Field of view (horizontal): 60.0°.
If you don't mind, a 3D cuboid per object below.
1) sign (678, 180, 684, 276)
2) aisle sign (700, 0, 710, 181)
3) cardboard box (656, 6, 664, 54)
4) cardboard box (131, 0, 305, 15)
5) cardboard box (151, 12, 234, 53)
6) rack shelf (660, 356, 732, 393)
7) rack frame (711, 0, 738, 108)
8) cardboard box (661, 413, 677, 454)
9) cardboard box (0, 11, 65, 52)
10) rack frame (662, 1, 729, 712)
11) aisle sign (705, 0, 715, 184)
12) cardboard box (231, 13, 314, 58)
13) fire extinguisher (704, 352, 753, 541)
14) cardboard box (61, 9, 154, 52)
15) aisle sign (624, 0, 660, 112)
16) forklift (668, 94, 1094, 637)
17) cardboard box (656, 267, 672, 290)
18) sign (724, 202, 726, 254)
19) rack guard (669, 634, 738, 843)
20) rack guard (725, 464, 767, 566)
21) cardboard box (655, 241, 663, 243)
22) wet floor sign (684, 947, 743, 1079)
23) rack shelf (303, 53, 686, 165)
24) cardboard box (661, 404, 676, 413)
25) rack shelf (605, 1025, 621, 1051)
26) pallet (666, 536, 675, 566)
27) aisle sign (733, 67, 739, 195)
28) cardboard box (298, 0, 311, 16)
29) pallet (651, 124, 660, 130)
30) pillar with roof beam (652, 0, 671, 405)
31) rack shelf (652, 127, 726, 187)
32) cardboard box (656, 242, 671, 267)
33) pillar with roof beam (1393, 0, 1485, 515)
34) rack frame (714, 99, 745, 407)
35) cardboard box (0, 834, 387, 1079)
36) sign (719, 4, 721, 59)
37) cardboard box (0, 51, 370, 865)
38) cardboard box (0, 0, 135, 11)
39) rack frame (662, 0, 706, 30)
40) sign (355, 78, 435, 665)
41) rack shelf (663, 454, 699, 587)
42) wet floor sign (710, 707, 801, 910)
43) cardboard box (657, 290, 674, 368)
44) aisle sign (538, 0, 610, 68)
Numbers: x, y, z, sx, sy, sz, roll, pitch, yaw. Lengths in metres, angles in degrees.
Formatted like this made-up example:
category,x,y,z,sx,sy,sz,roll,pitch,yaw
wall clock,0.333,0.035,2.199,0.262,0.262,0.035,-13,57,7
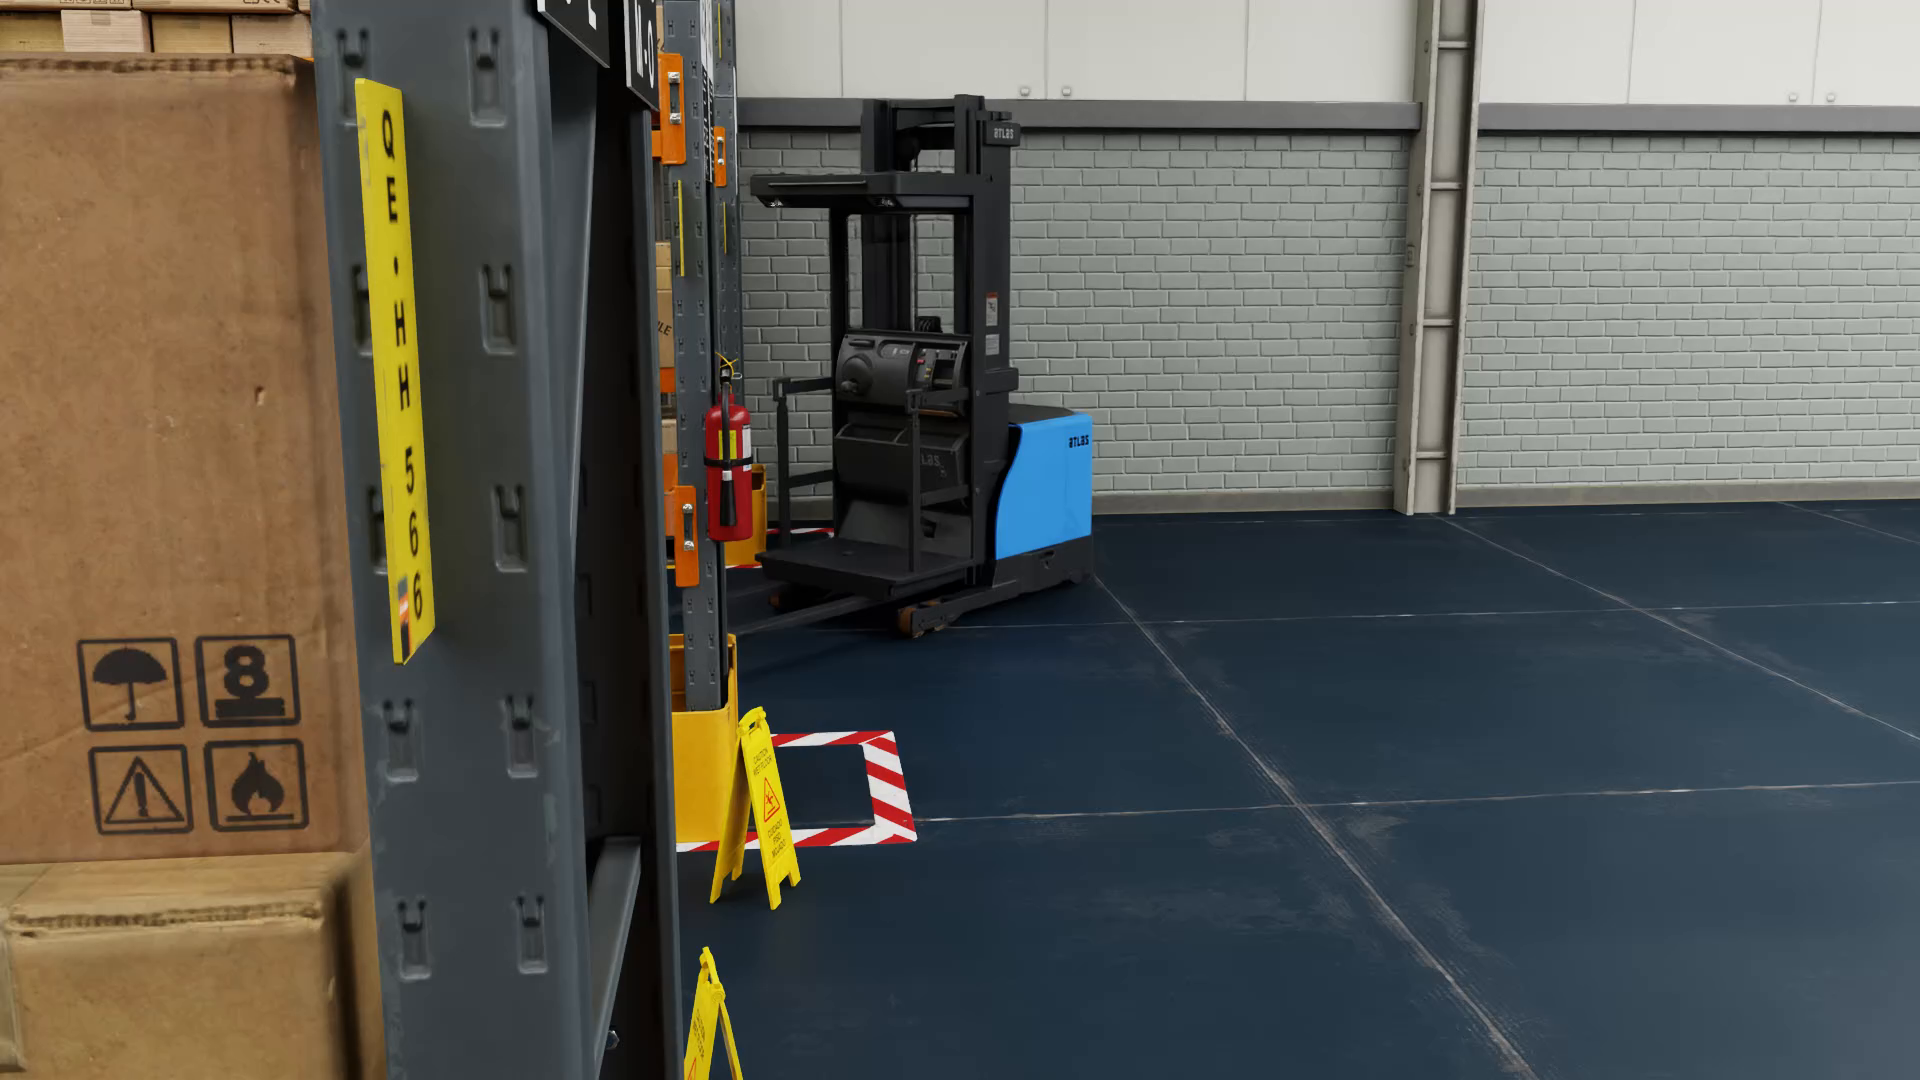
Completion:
category,x,y,z,sx,sy,sz,roll,pitch,yaw
sign,-0.966,-1.080,5.766,0.005,0.325,0.100,-1,11,-6
aisle sign,-0.913,-1.685,5.924,0.004,0.787,0.394,-1,11,-6
cardboard box,-1.960,-3.136,10.659,0.500,0.500,0.500,-1,11,-4
cardboard box,-2.501,-1.924,5.719,0.500,0.250,0.500,-1,11,-4
cardboard box,-2.607,-1.730,5.767,0.250,0.149,0.380,-2,11,-8
rack shelf,-3.534,-1.021,11.151,4.000,0.370,1.077,-1,11,-6
rack frame,-1.546,-4.359,10.714,0.127,3.000,1.000,-1,11,-6
cardboard box,-1.970,-0.694,11.068,0.500,0.250,0.500,-1,11,-4
cardboard box,-3.111,-1.721,5.719,0.250,0.149,0.380,-1,11,-6
rack frame,-1.006,-0.464,6.452,0.127,3.000,1.000,-1,11,-6
aisle sign,-0.978,-1.800,6.510,0.004,0.787,0.394,-1,11,-6
cardboard box,-2.344,-1.734,5.788,0.250,0.149,0.380,-1,11,-7
fire extinguisher,-0.843,-0.340,6.022,0.183,0.674,0.296,-1,11,-6
cardboard box,-2.853,-1.711,5.670,0.250,0.149,0.380,-1,11,-7
aisle sign,-0.333,-0.851,1.683,0.004,0.787,0.394,-1,11,-6
forklift,-0.471,-1.010,9.409,1.130,2.935,3.031,9,14,38
cardboard box,-1.860,-1.722,10.911,0.250,0.149,0.380,-1,11,-5
sign,-1.501,-1.996,10.628,0.005,0.325,0.100,-1,11,-6
rack guard,-1.082,0.764,6.685,0.348,0.500,1.175,-1,11,-6
rack guard,-1.522,-0.190,11.537,0.348,0.500,1.175,-1,11,-6
cardboard box,-2.174,-1.969,11.398,0.250,0.149,0.380,-1,11,-4
wet floor sign,-0.556,1.258,3.795,0.232,0.644,0.267,-3,12,-16
rack shelf,-2.995,-1.541,6.020,4.000,0.370,1.077,-1,11,-6
cardboard box,-2.044,-0.789,11.555,0.500,0.250,0.500,-1,11,-7
rack shelf,-2.360,0.878,1.491,4.000,0.370,1.077,-1,11,-6
pallet,-2.302,-0.024,11.440,1.213,0.211,1.003,-1,11,-6
aisle sign,-1.449,-2.636,10.763,0.004,0.787,0.394,-1,11,-6
cardboard box,-1.988,-1.938,5.792,0.500,0.250,0.500,-1,11,-7
pallet,-2.252,-2.834,10.963,1.213,0.211,1.003,-1,11,-6
pillar with roof beam,-1.871,-3.692,7.320,0.400,9.000,9.100,-1,11,-6
rack shelf,-3.534,-2.493,10.861,4.000,0.370,1.077,-1,11,-6
cardboard box,-1.879,-1.881,10.949,0.250,0.149,0.380,-1,11,-6
pillar with roof beam,4.094,-3.817,7.956,0.400,9.000,9.100,-1,11,-6
rack frame,-1.546,-1.416,11.293,0.127,3.000,1.000,-1,11,-6
cardboard box,-0.735,0.426,1.536,0.550,0.550,0.875,-1,11,-6
sign,-1.501,-3.179,10.395,0.005,0.325,0.100,-1,11,-6
cardboard box,-0.744,-0.120,1.513,0.550,0.550,0.875,-1,11,-6
cardboard box,-3.003,-1.913,5.663,0.500,0.250,0.500,-1,11,-6
rack frame,-1.006,-3.408,5.873,0.127,3.000,1.000,-1,11,-6
sign,-0.326,-0.097,0.968,0.005,0.325,0.100,-1,11,-6
rack shelf,-2.995,-0.069,6.309,4.000,0.370,1.077,-1,11,-6
wet floor sign,-0.702,0.893,5.655,0.232,0.644,0.267,3,11,14
cardboard box,-2.007,-1.404,10.975,0.500,0.500,0.500,-1,11,-7
aisle sign,-0.268,-0.736,1.098,0.004,0.787,0.394,-1,11,-6
